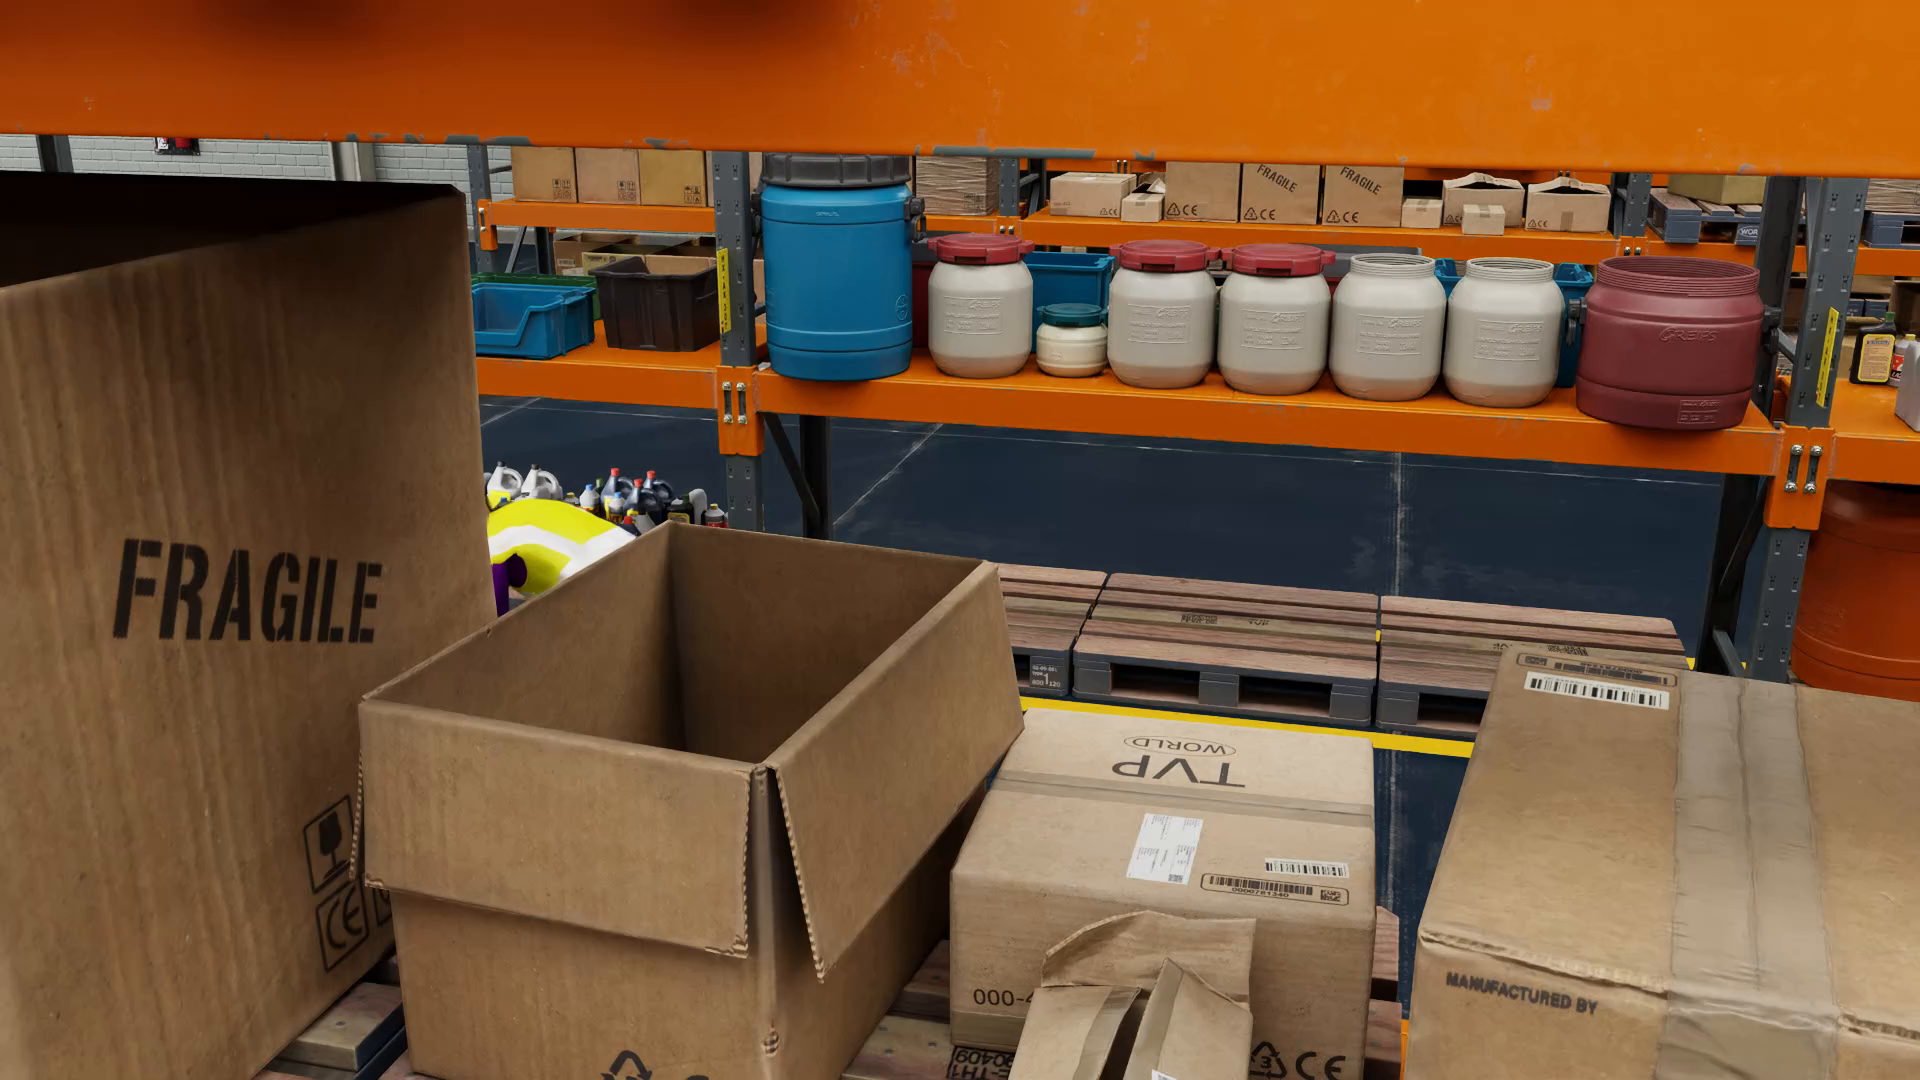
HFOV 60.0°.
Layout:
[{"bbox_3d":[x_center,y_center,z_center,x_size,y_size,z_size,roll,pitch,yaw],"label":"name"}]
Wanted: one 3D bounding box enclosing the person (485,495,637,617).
[{"bbox_3d":[-1.531,0.334,6.207,0.960,1.014,0.523,9,20,25],"label":"person"}]
